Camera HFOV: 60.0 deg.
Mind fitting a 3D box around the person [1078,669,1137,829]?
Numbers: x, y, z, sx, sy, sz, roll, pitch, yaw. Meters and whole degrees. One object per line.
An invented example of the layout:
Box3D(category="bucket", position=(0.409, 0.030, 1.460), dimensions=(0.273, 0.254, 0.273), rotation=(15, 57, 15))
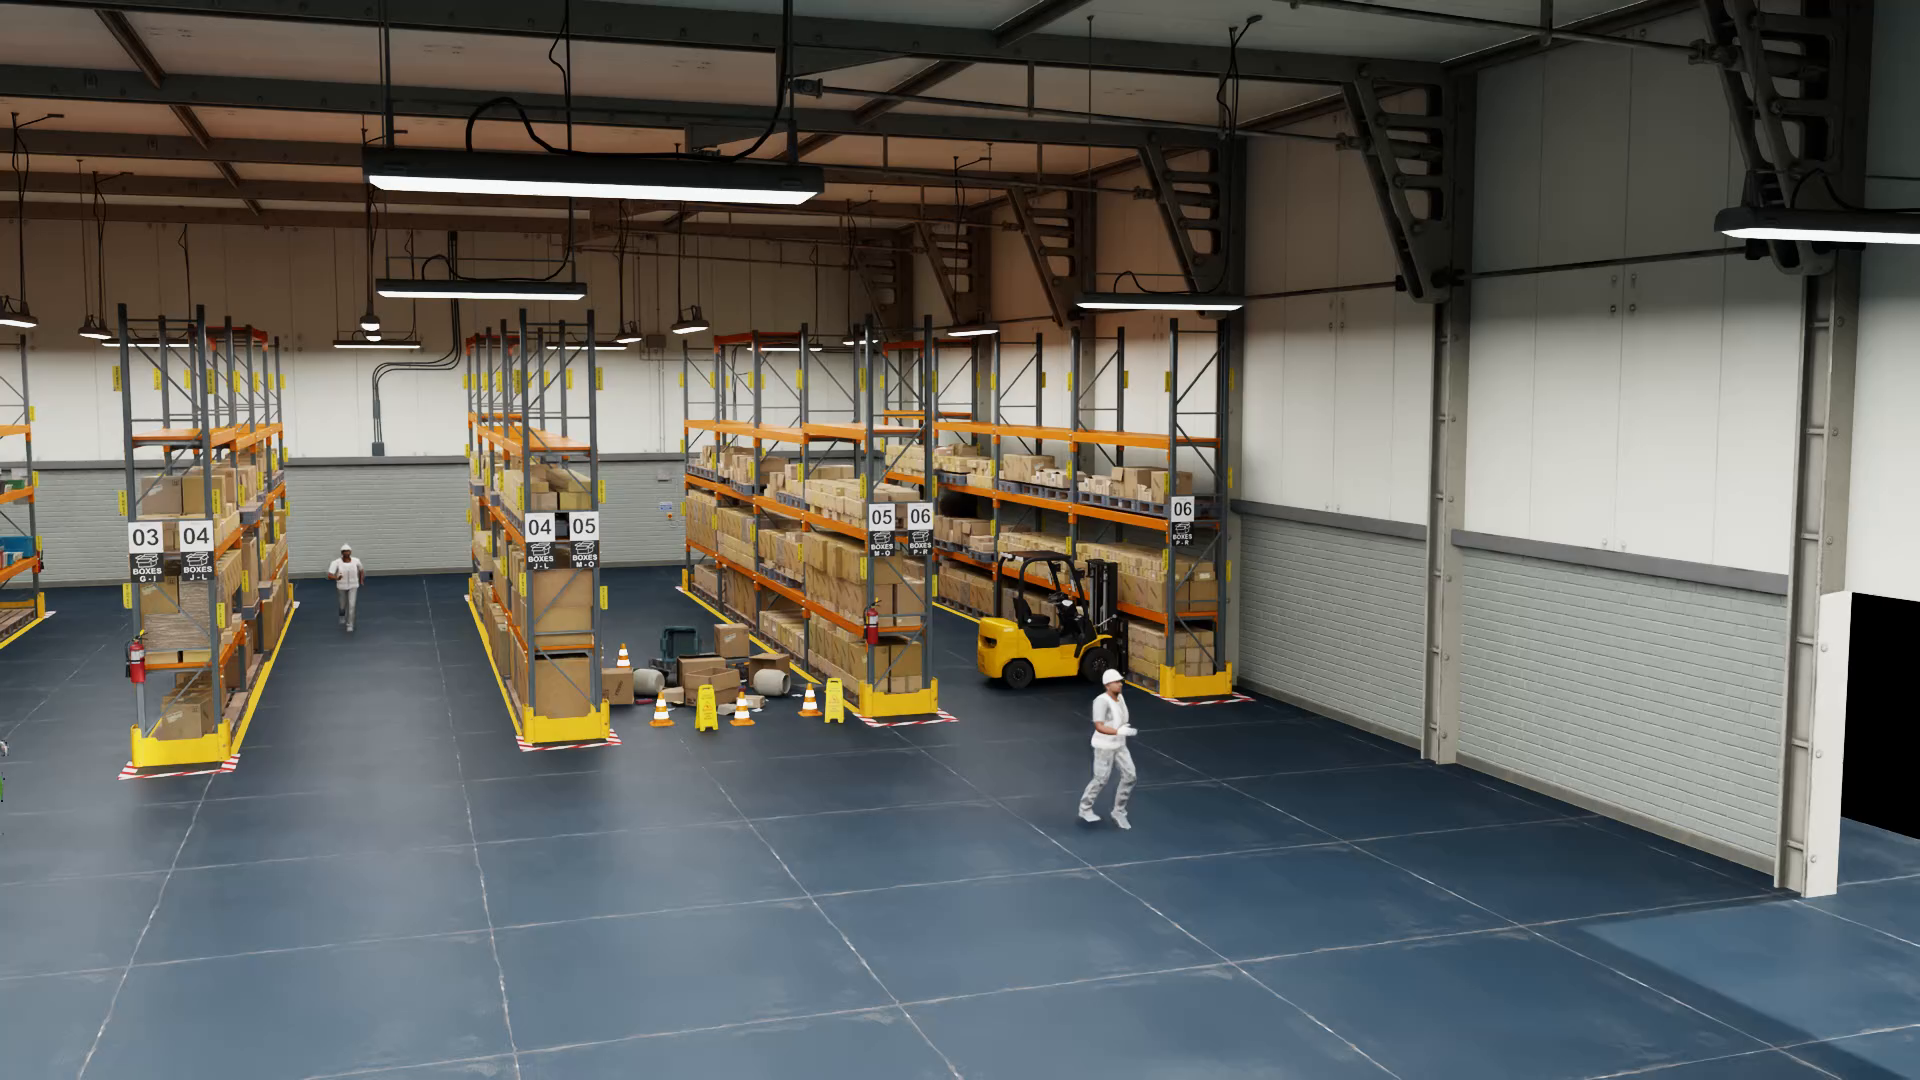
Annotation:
Box3D(category="person", position=(1.701, 2.364, 18.683), dimensions=(0.761, 1.852, 0.700), rotation=(4, 7, 36))

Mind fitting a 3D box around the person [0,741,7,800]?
Box3D(category="person", position=(-10.843, 2.416, 18.274), dimensions=(0.591, 1.732, 0.673), rotation=(1, 5, 8))

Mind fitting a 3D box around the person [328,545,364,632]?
Box3D(category="person", position=(-12.334, 0.957, 33.453), dimensions=(0.705, 1.743, 0.835), rotation=(-3, 6, -27))
